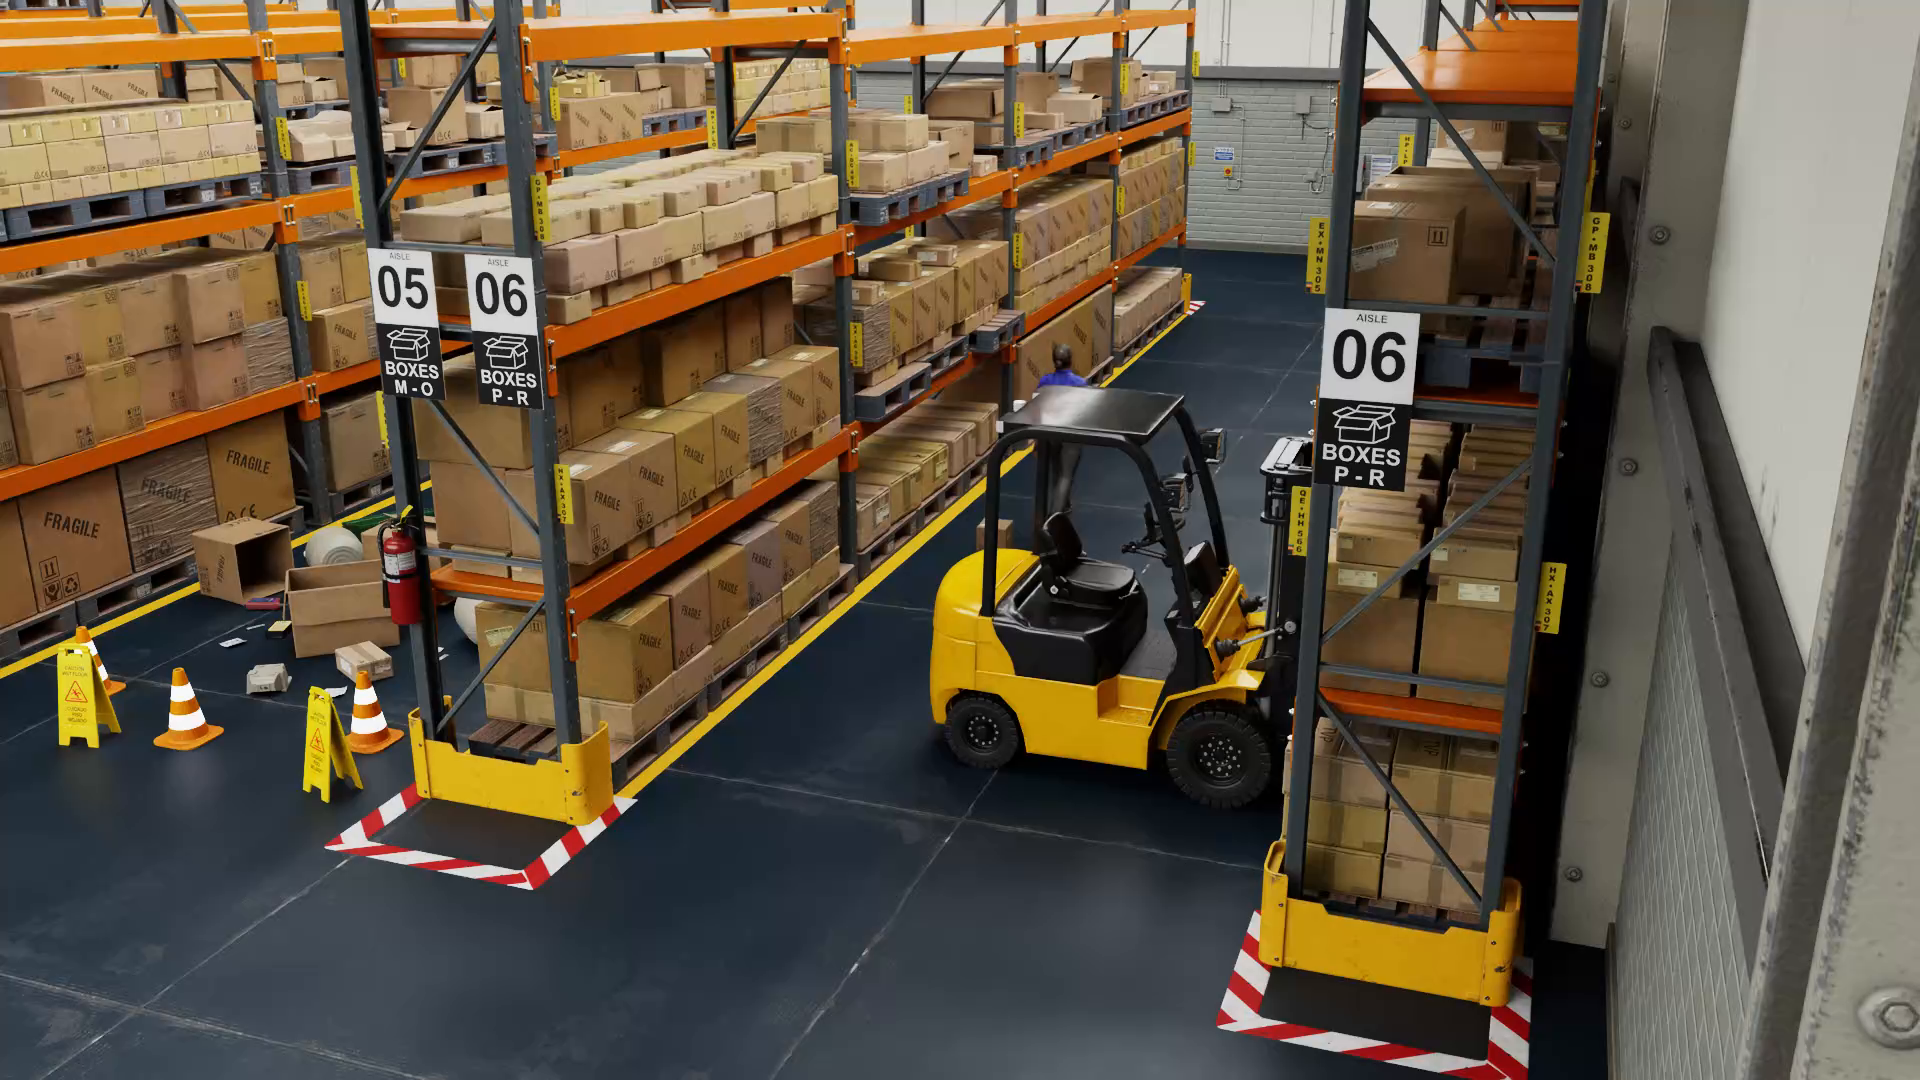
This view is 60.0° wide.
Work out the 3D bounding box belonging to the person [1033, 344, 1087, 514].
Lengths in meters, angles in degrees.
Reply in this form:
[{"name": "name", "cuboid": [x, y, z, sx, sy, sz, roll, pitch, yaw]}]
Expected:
[{"name": "person", "cuboid": [0.914, -0.909, 14.225, 0.475, 1.595, 0.989, 7, 20, 20]}]
